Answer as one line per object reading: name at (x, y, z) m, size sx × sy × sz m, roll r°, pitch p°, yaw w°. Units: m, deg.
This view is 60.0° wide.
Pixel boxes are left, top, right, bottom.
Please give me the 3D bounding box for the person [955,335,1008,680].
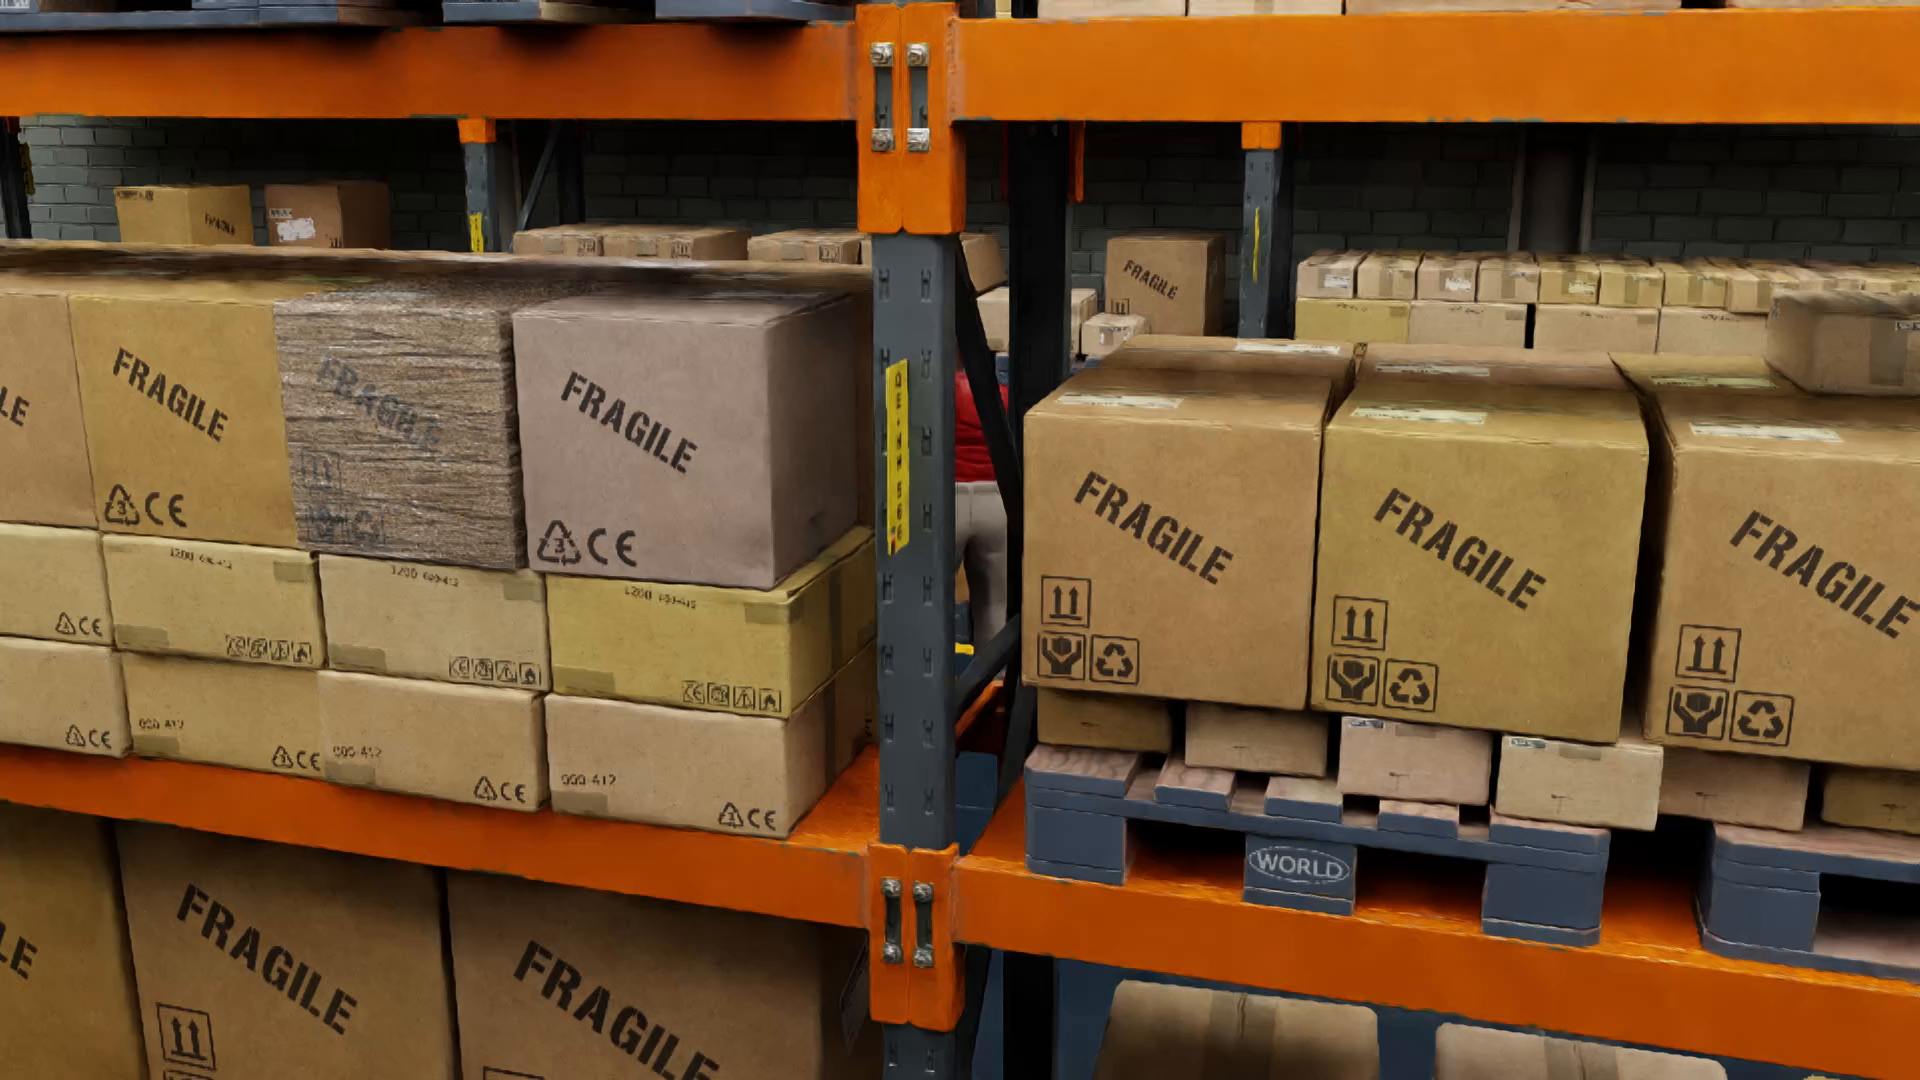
person at (0.030, -0.092, 7.306) m, size 0.596 × 1.737 × 0.477 m, roll -5°, pitch 16°, yaw -17°
